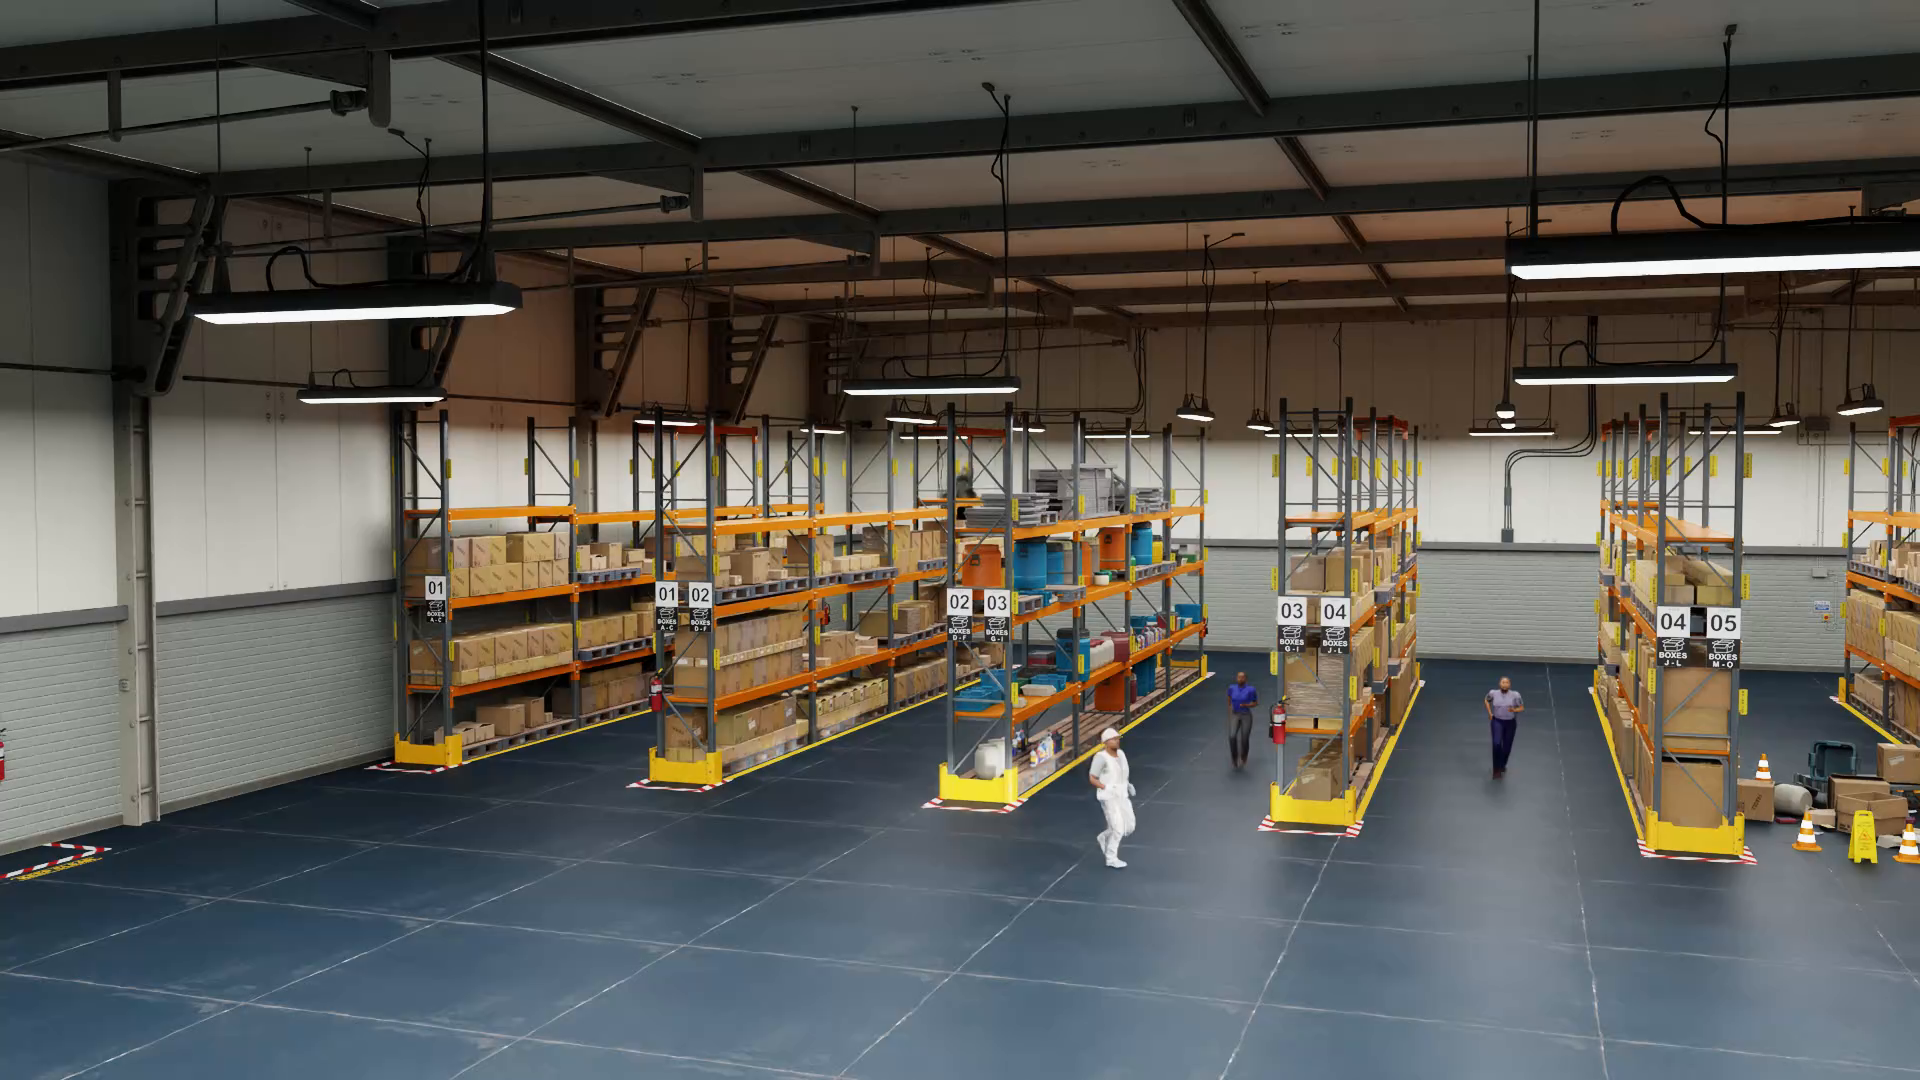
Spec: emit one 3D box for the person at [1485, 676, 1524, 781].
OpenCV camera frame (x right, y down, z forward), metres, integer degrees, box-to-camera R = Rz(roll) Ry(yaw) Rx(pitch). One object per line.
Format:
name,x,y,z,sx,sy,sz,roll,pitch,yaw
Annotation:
person,8.830,3.045,26.975,0.581,1.695,0.780,0,2,11

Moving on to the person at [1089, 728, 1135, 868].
person,1.915,3.235,20.909,0.620,1.733,0.678,2,3,45

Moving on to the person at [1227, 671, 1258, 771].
person,4.695,3.004,27.698,0.559,1.671,0.736,1,3,17
